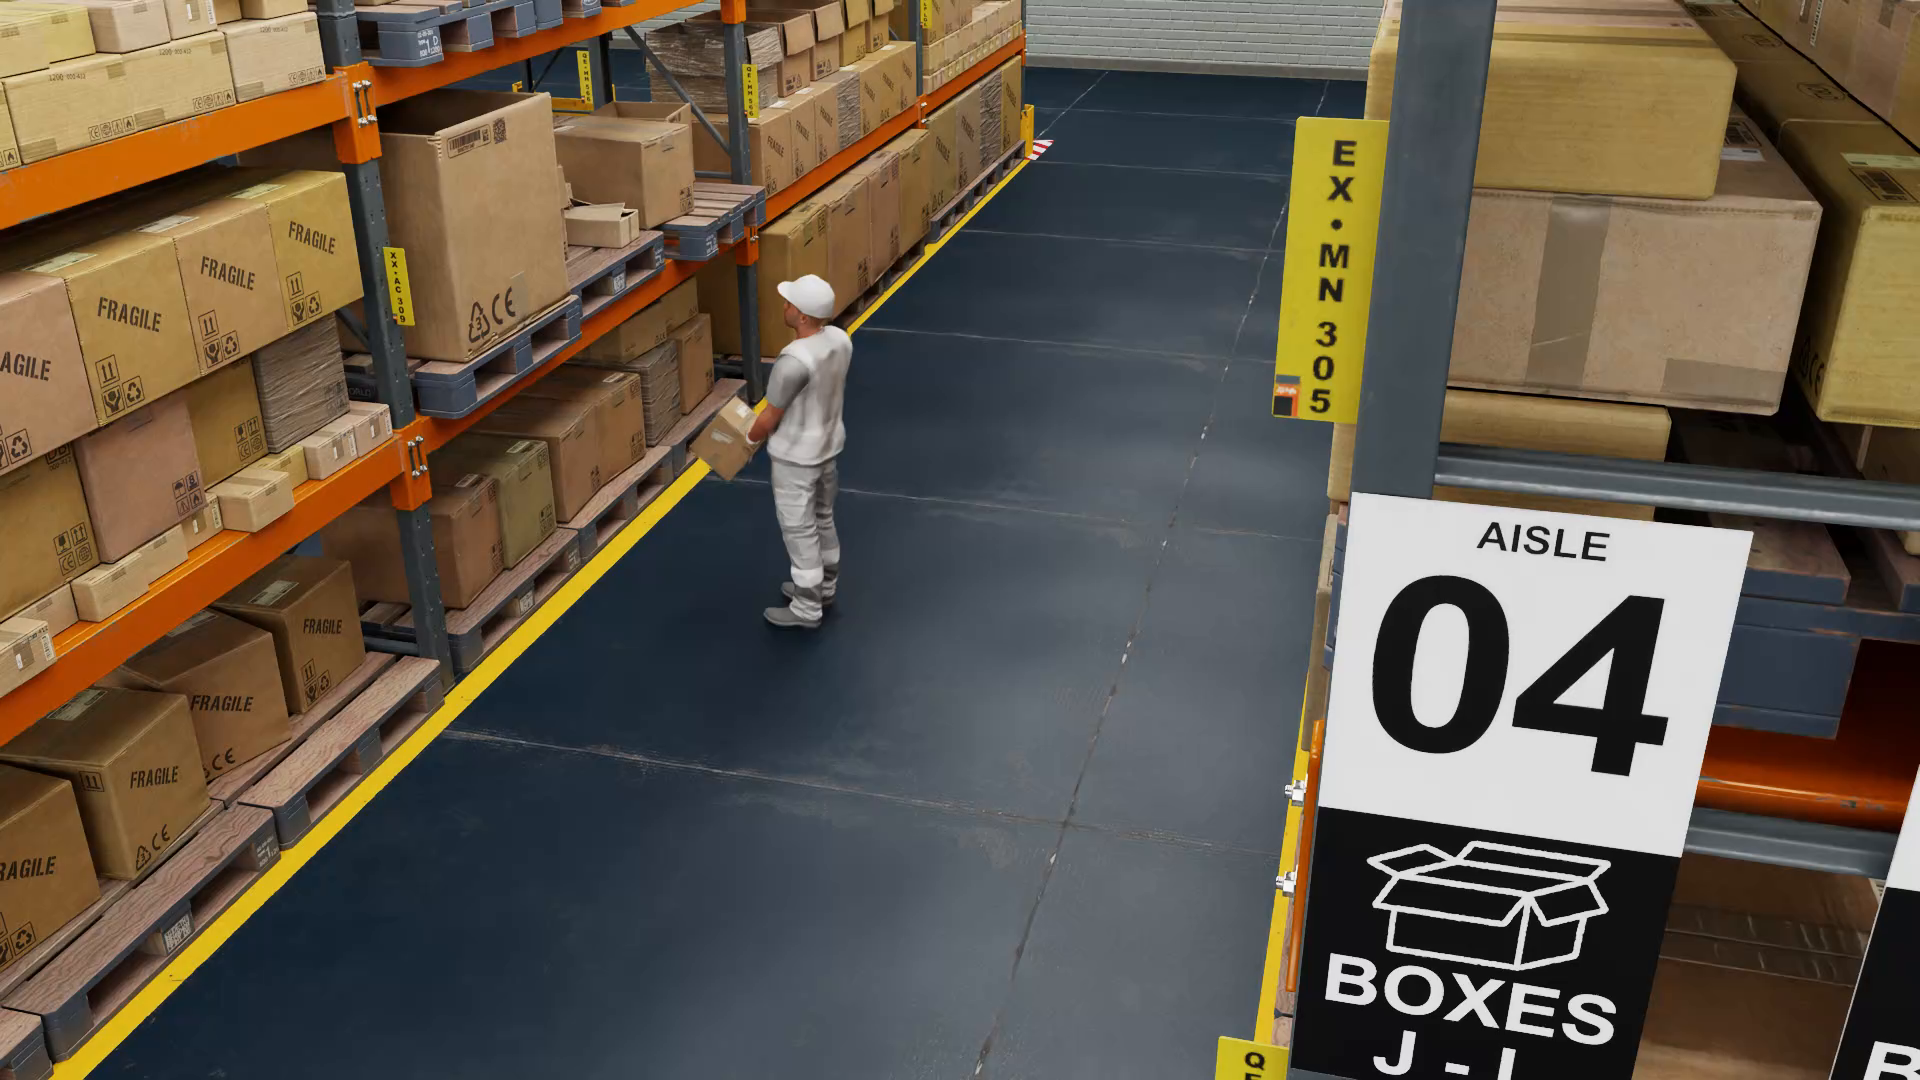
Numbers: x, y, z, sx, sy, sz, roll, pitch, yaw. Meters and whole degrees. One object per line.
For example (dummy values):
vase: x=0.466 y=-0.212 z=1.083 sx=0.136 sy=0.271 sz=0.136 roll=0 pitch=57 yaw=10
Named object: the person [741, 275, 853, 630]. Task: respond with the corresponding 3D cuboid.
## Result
person: x=-0.798 y=-0.420 z=7.968 sx=0.527 sy=1.793 sz=0.514 roll=13 pitch=28 yaw=26
